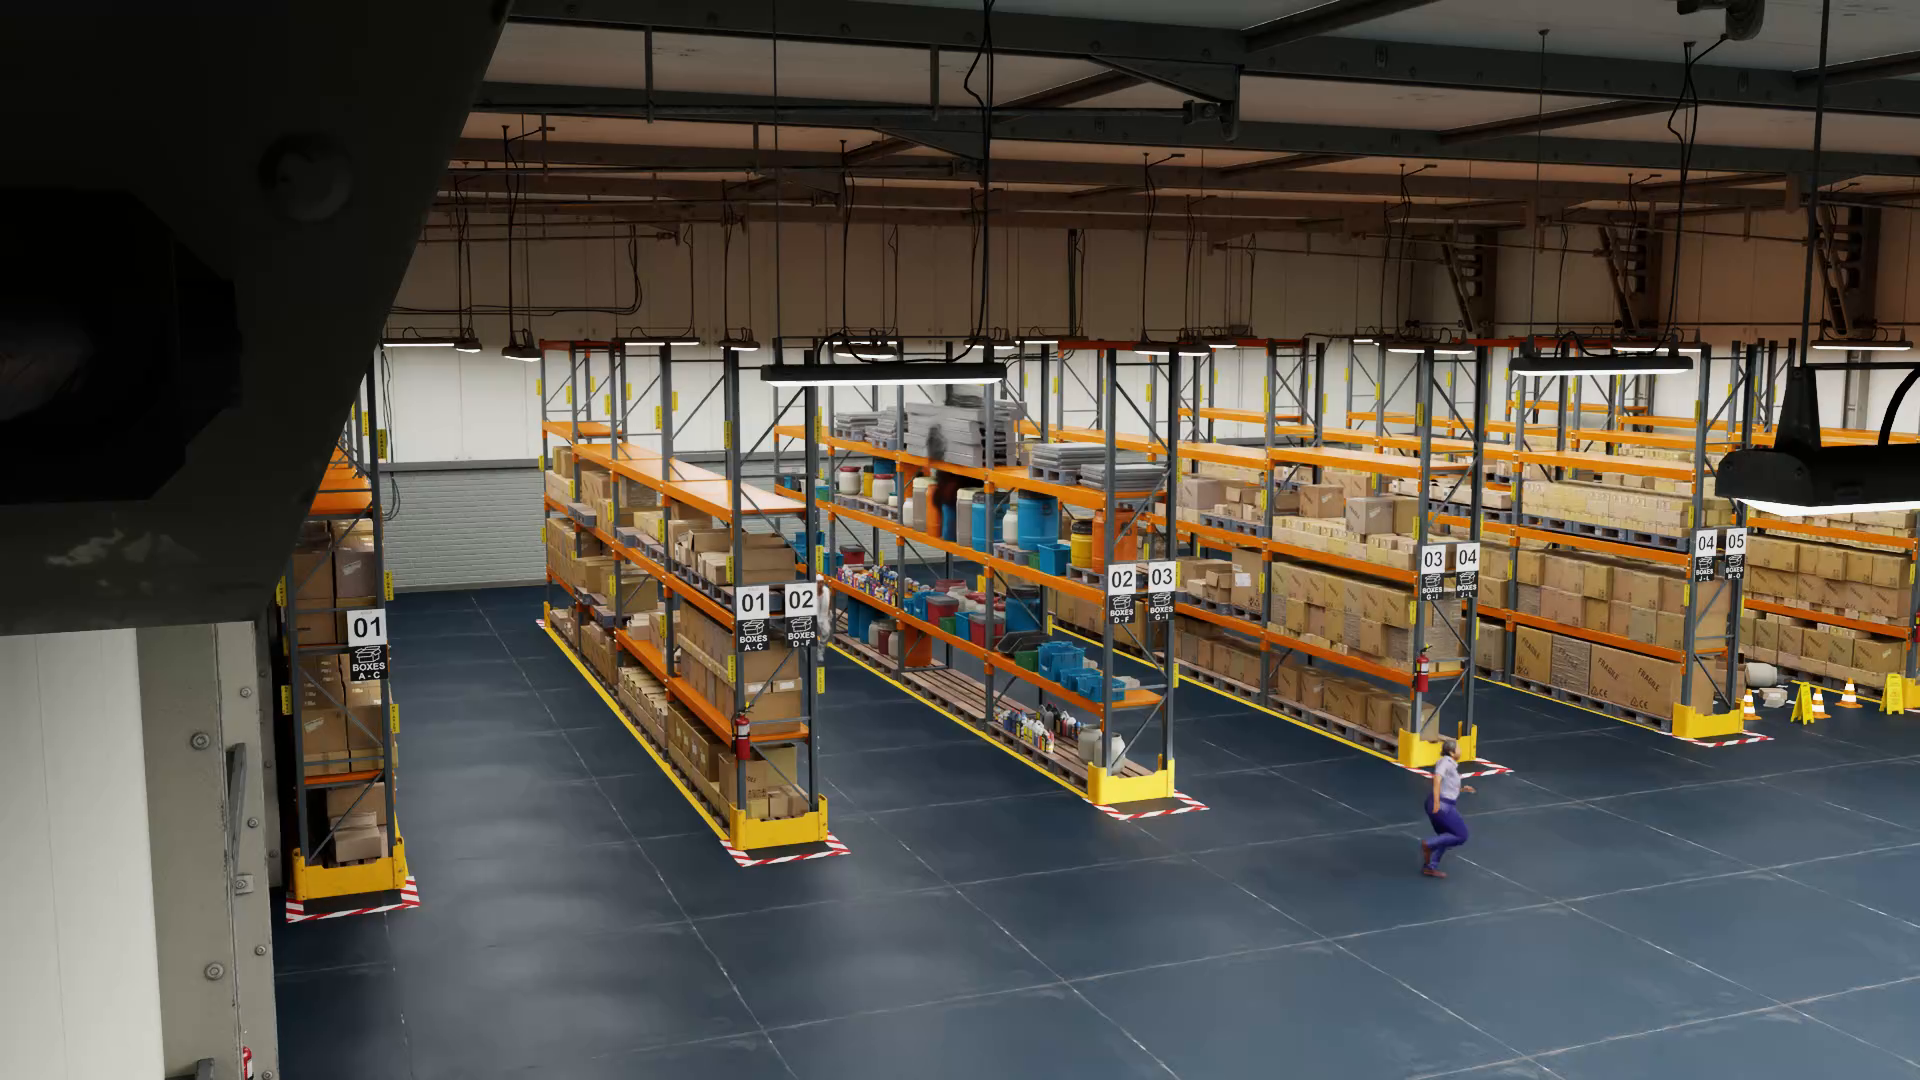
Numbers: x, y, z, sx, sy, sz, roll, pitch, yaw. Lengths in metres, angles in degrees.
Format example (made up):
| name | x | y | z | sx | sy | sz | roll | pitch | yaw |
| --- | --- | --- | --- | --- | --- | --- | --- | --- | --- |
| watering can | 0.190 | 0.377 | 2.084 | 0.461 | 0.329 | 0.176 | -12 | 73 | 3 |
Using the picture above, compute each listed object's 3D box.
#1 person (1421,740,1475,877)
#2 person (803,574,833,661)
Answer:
| name | x | y | z | sx | sy | sz | roll | pitch | yaw |
| --- | --- | --- | --- | --- | --- | --- | --- | --- | --- |
| person | 5.600 | 3.084 | 19.053 | 0.606 | 1.599 | 0.645 | 1 | 7 | 6 |
| person | -2.620 | 1.440 | 30.286 | 0.706 | 1.677 | 0.982 | -3 | 8 | -23 |
